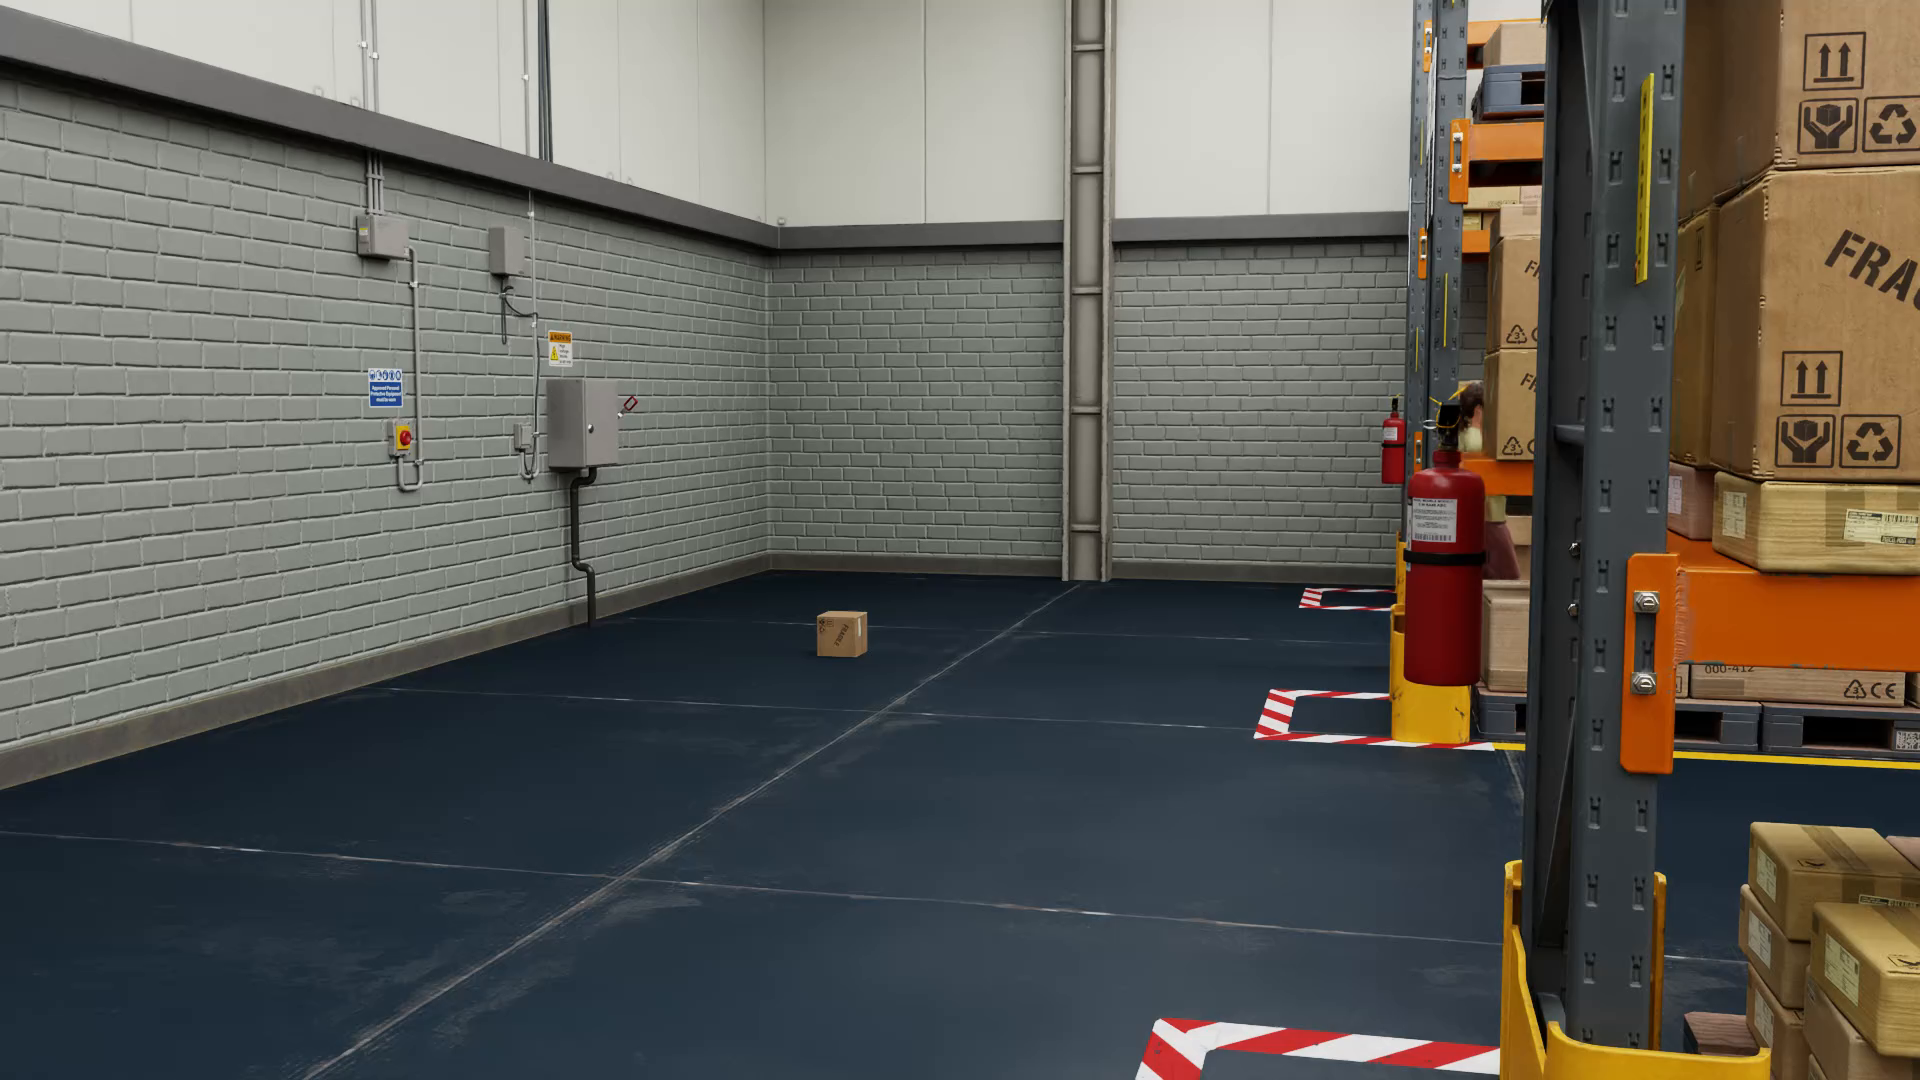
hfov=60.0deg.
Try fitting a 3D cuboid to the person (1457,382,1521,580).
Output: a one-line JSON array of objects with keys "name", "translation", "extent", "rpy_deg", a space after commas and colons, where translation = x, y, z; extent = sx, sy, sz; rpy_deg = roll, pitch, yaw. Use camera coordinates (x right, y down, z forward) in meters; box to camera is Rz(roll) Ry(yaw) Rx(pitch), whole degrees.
[{"name": "person", "translation": [2.949, -0.083, 9.542], "extent": [0.783, 1.645, 0.446], "rpy_deg": [1, 5, 8]}]
